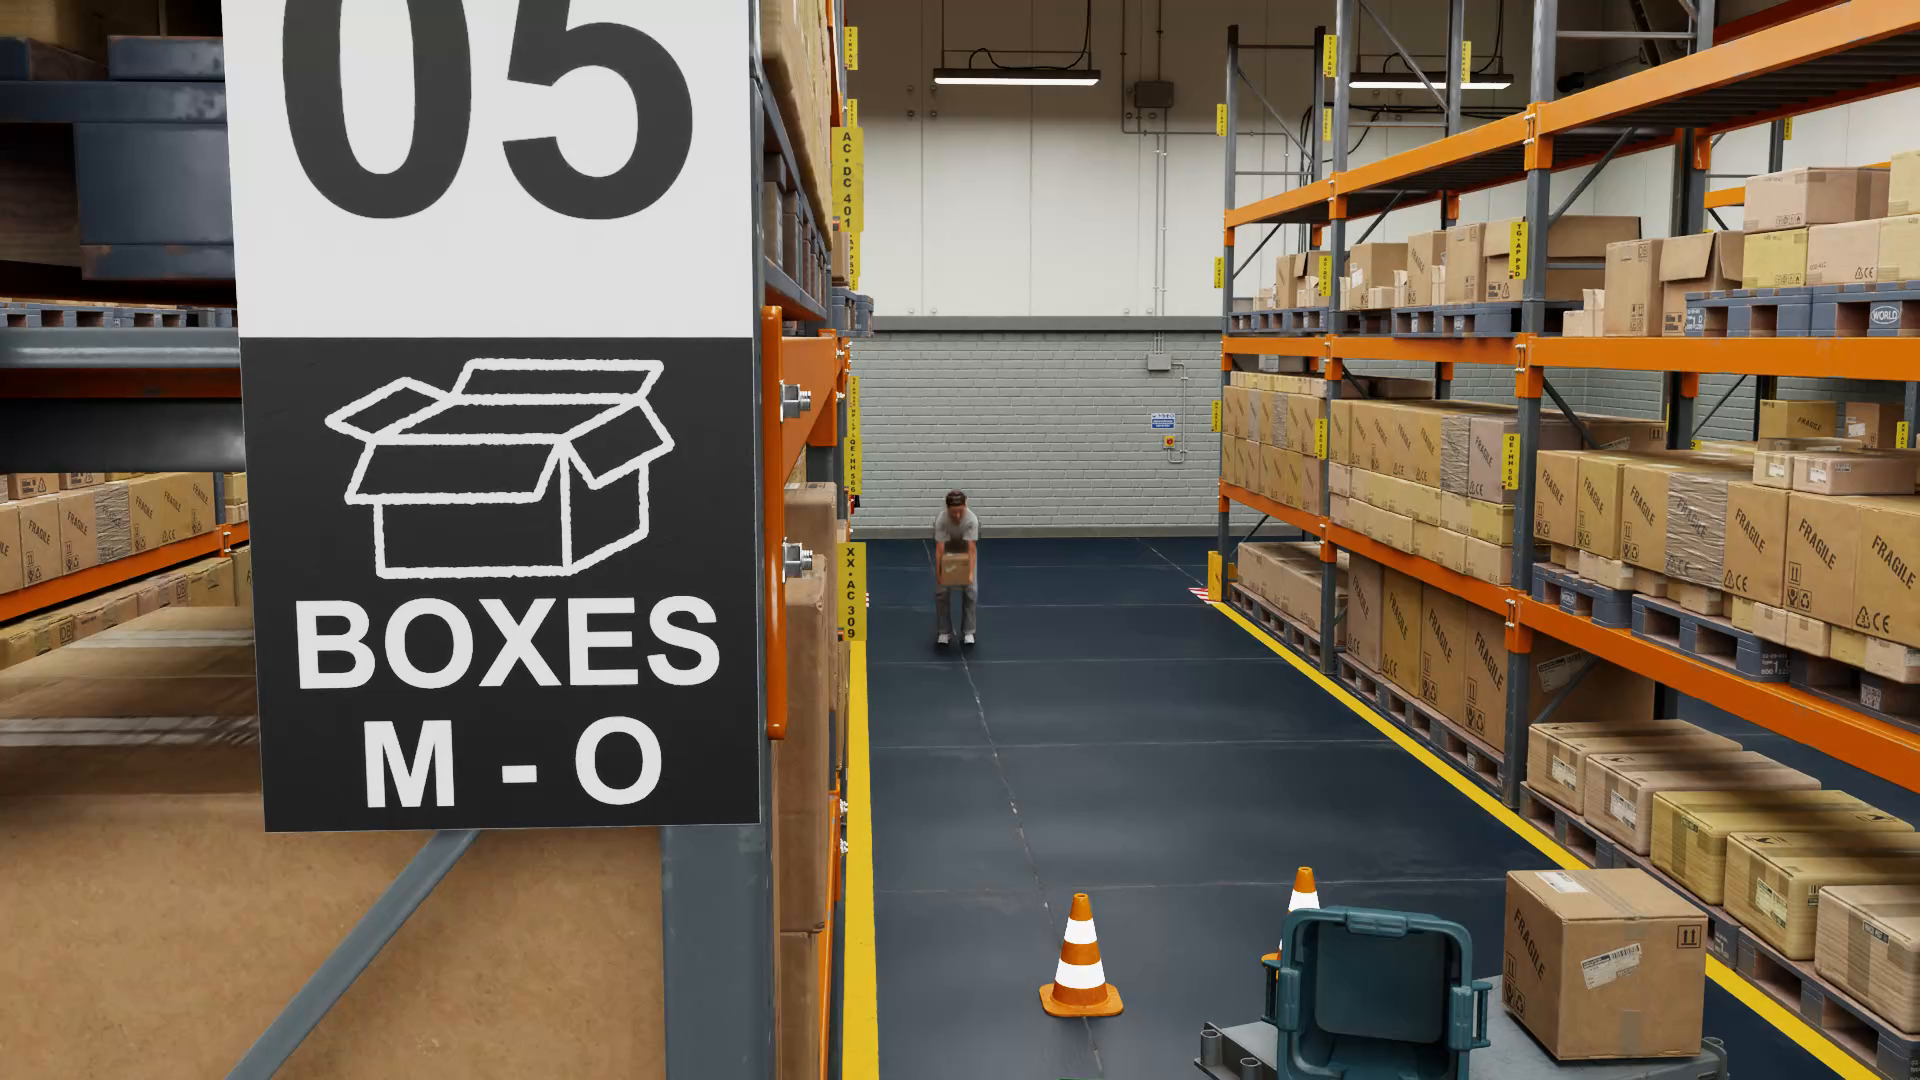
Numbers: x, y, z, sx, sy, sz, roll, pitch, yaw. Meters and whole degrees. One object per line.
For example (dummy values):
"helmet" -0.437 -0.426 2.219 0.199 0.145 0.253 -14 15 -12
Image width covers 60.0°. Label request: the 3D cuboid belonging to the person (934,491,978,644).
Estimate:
"person" -0.035 0.249 15.168 0.408 1.449 0.726 0 7 1
